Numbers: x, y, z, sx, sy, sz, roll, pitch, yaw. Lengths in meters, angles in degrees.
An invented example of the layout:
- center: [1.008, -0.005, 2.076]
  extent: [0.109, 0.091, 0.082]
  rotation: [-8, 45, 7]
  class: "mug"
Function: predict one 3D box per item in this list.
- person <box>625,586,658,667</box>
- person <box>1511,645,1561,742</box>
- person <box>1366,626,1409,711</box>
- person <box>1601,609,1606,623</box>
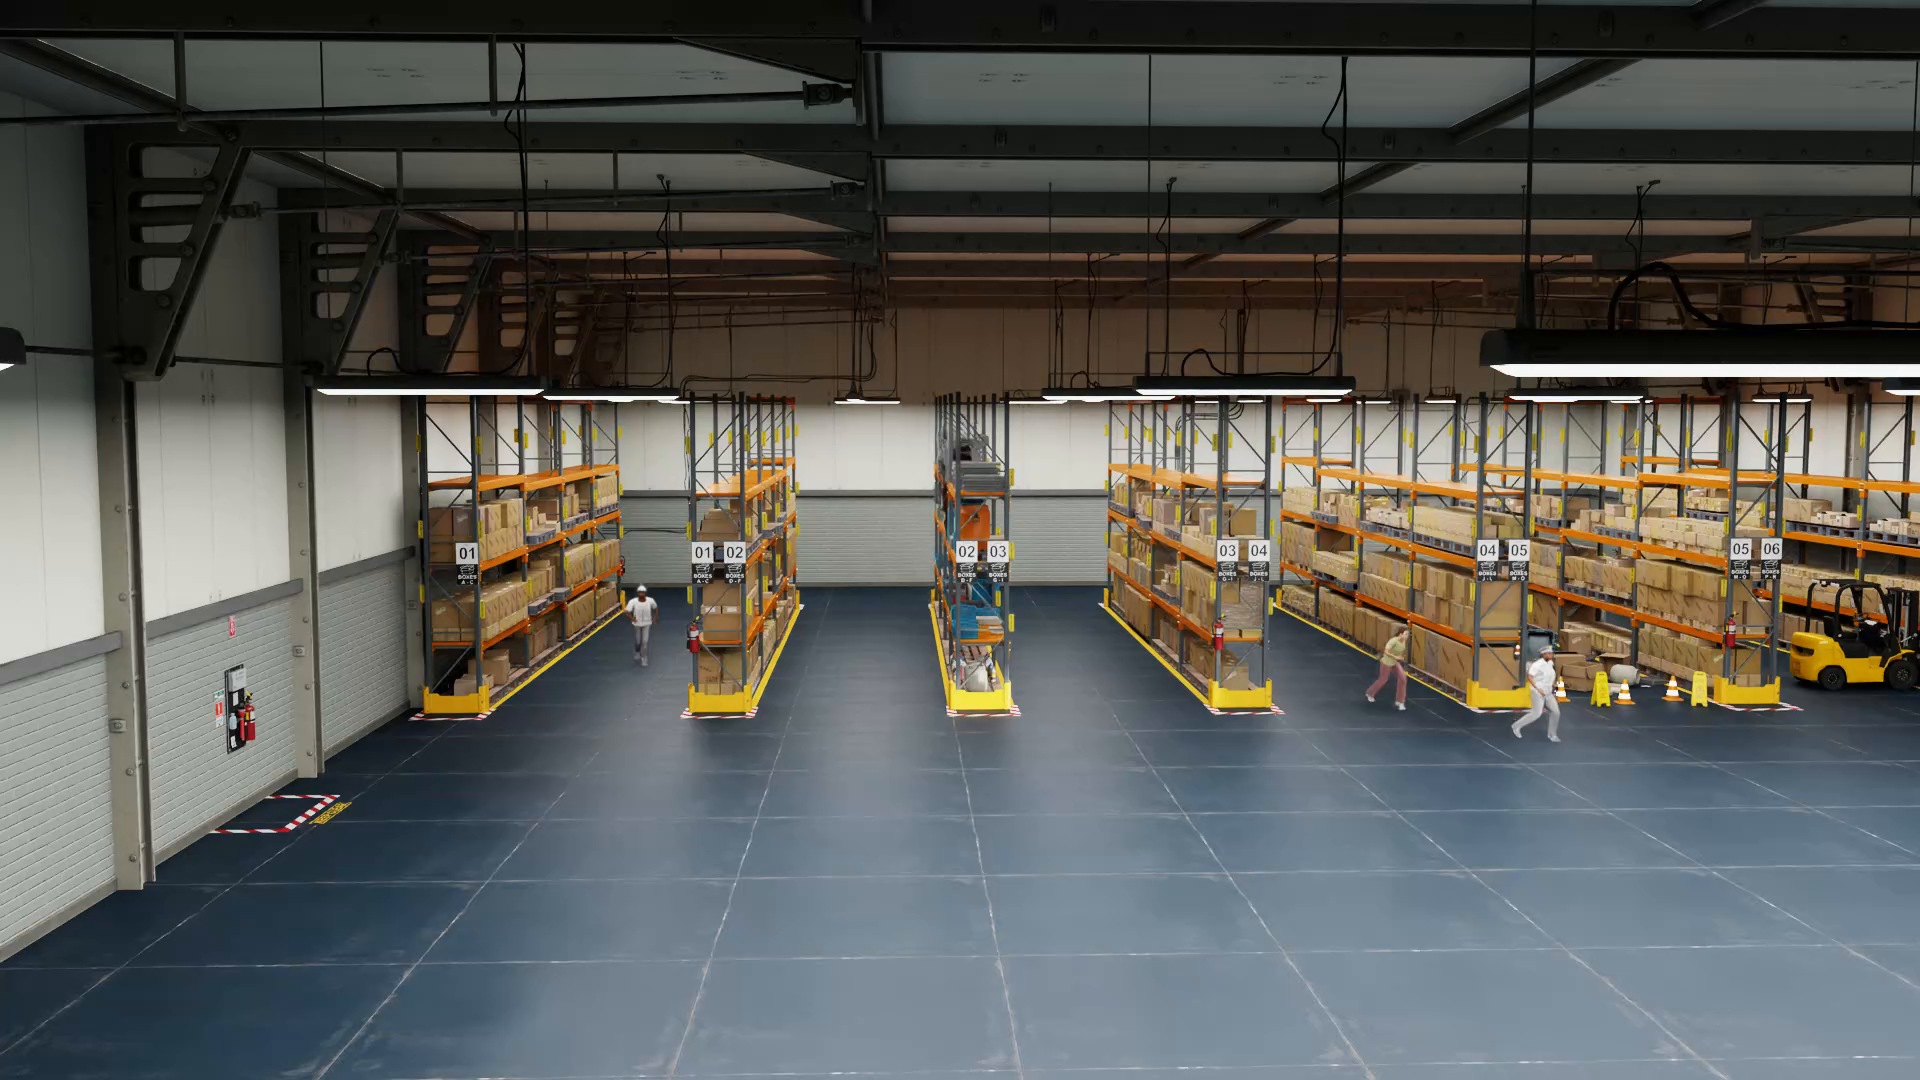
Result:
- center: [-7.052, 1.891, 36.912]
  extent: [0.725, 1.769, 0.824]
  rotation: [-1, 5, -15]
  class: "person"
- center: [9.944, 2.637, 28.542]
  extent: [0.809, 1.695, 0.671]
  rotation: [-4, 6, -37]
  class: "person"
- center: [8.149, 2.414, 31.714]
  extent: [0.619, 1.626, 0.960]
  rotation: [-4, 6, -39]
  class: "person"
- center: [16.907, 1.323, 44.111]
  extent: [0.646, 1.729, 0.671]
  rotation: [-1, 5, -12]
  class: "person"
